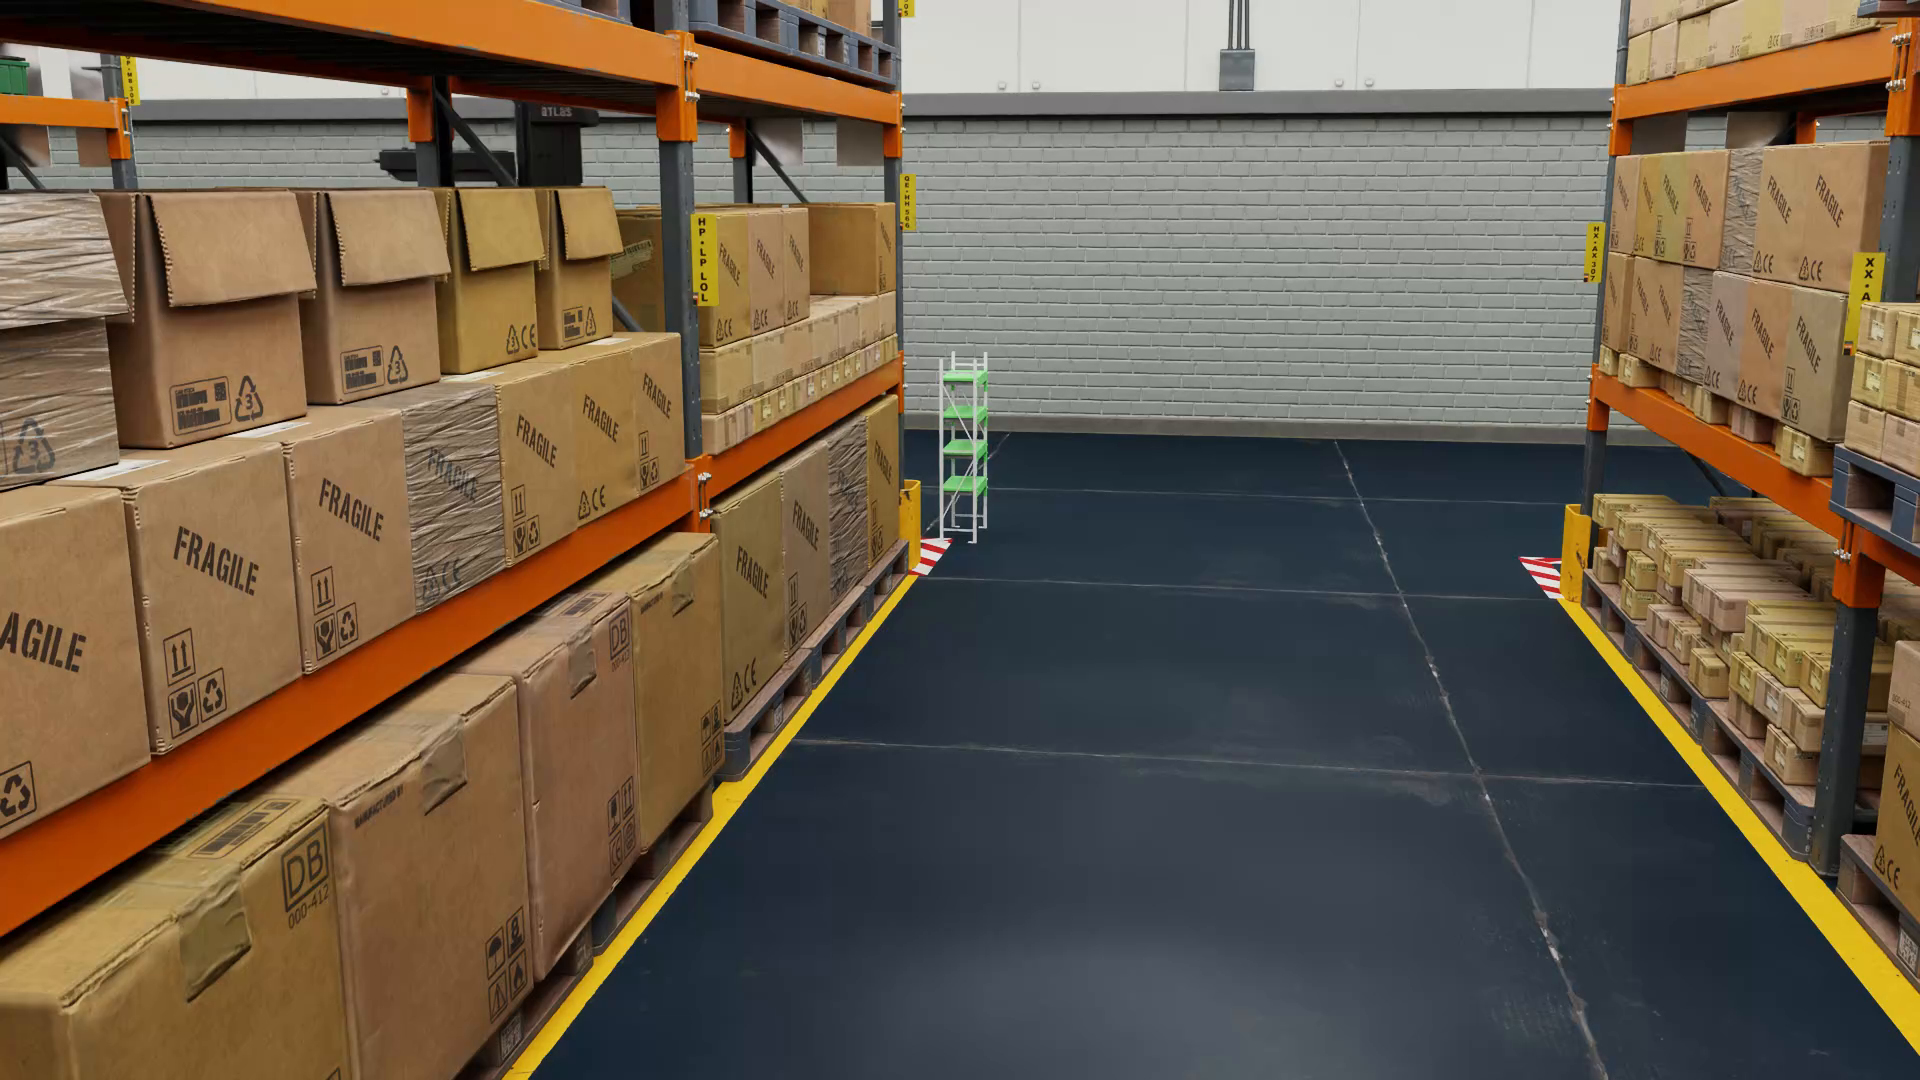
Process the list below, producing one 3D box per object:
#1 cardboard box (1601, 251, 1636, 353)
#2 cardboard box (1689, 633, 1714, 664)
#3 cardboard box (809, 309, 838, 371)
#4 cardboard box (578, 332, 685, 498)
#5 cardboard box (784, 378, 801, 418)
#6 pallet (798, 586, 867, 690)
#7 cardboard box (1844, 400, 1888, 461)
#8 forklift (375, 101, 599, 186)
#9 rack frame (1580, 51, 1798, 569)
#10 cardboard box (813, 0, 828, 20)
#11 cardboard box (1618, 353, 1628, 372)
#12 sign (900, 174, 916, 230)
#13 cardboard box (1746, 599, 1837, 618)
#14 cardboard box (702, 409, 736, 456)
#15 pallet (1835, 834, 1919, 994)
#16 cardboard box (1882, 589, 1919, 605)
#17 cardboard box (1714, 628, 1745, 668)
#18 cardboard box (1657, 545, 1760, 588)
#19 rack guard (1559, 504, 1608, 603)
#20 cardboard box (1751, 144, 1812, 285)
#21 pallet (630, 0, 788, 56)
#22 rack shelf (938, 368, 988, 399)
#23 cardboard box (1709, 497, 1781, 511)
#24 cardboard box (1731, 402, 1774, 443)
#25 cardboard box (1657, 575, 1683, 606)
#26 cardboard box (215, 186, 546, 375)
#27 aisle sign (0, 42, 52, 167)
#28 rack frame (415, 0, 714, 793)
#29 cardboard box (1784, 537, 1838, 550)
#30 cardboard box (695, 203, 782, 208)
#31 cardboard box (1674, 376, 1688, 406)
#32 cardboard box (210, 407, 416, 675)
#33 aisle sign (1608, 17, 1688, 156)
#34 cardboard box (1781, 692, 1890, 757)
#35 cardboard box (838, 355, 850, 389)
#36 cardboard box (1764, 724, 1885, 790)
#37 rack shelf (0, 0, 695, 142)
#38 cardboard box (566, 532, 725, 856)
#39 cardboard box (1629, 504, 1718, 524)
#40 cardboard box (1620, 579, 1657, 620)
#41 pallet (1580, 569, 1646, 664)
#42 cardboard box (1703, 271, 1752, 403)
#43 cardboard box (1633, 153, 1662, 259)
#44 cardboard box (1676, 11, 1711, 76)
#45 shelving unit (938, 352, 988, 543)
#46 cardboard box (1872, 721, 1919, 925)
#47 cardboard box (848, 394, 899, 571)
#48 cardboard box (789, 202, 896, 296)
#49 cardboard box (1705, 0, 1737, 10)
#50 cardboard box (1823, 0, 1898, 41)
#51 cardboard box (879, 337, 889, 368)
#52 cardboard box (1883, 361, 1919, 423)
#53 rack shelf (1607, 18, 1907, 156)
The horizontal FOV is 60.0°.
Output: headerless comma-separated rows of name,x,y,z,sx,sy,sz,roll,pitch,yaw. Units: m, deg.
cardboard box,3.699,-1.255,8.754,0.500,0.500,0.500,2,12,11
cardboard box,3.415,0.515,7.252,0.380,0.149,0.250,2,12,10
cardboard box,-0.889,-0.970,8.023,0.500,0.250,0.500,2,12,9
cardboard box,-1.261,-0.437,5.664,0.500,0.500,0.500,2,12,9
cardboard box,-0.927,-0.640,7.440,0.380,0.149,0.250,2,12,8
pallet,-1.080,0.458,8.366,1.003,0.211,1.213,2,12,9
cardboard box,2.911,-0.328,4.995,0.380,0.149,0.250,1,12,6
forklift,-3.101,-1.410,10.579,3.031,2.935,1.130,-3,13,-15
rack frame,4.041,-1.145,9.188,1.000,3.000,0.127,2,12,9
cardboard box,-1.077,-2.873,8.614,0.700,0.500,0.500,1,12,7
cardboard box,3.669,-0.911,8.699,0.380,0.149,0.250,2,12,11
sign,-0.310,-1.988,9.789,0.100,0.325,0.005,2,12,9
cardboard box,3.372,0.344,6.634,0.380,0.149,0.250,2,12,11
cardboard box,-1.085,-0.422,6.430,0.380,0.149,0.250,2,12,9
pallet,3.308,1.213,4.866,1.003,0.211,1.213,2,12,9
cardboard box,3.912,0.305,6.817,0.380,0.149,0.250,2,12,10
cardboard box,3.369,0.439,6.902,0.380,0.149,0.250,2,12,10
cardboard box,3.442,0.125,7.652,0.380,0.149,0.250,2,12,10
rack guard,4.030,0.092,9.378,1.175,0.500,0.348,2,12,9
cardboard box,3.305,-1.210,6.172,0.500,0.500,0.500,1,12,7
pallet,-1.323,-2.087,6.650,1.003,0.211,1.213,2,12,9
rack shelf,0.026,-1.028,10.939,0.258,0.148,0.480,2,12,9
cardboard box,4.210,-0.129,8.832,0.380,0.149,0.250,2,12,9
cardboard box,3.347,-0.478,6.688,0.380,0.149,0.250,1,12,6
cardboard box,3.565,0.216,7.937,0.380,0.149,0.250,1,12,6
cardboard box,-1.666,-0.758,4.772,0.797,0.503,0.637,2,12,9
aisle sign,-6.021,-2.783,10.616,0.394,0.787,0.004,2,12,9
rack frame,-1.459,-0.494,6.168,1.000,3.000,0.127,2,12,9
cardboard box,4.112,0.089,7.820,0.380,0.149,0.250,2,12,11
cardboard box,-1.262,-1.571,9.031,0.500,0.500,0.500,2,12,7
cardboard box,3.539,-0.693,7.684,0.380,0.149,0.250,2,12,8
cardboard box,-1.579,-0.017,3.716,0.500,0.500,0.500,2,12,8
aisle sign,3.756,-2.441,9.030,0.394,0.787,0.004,2,12,9
cardboard box,3.160,0.654,5.901,0.380,0.149,0.250,2,12,10
cardboard box,-0.769,-0.853,8.427,0.380,0.149,0.250,2,12,9
cardboard box,3.150,0.783,6.010,0.380,0.149,0.250,2,12,9
rack shelf,-1.767,-1.193,3.996,1.077,0.370,4.000,2,12,9
cardboard box,-1.538,0.473,5.726,1.225,0.875,0.875,2,12,9
cardboard box,3.701,-0.089,8.642,0.380,0.149,0.250,2,12,10
cardboard box,3.506,0.300,8.250,0.380,0.149,0.250,2,12,9
pallet,3.870,0.402,8.629,1.003,0.211,1.213,2,12,9
cardboard box,3.380,-0.828,6.774,0.500,0.500,0.500,2,12,8
cardboard box,3.639,-1.638,8.159,0.500,0.500,0.500,2,12,10
cardboard box,3.568,-2.236,7.485,0.500,0.250,0.500,1,12,7
shelving unit,0.025,-0.621,11.027,0.258,1.200,0.503,2,12,9
cardboard box,3.050,0.849,4.870,0.500,0.500,0.500,2,12,11
cardboard box,-0.864,-0.358,9.581,0.875,0.875,0.875,2,12,9
cardboard box,-0.659,-1.656,9.427,0.500,0.500,0.500,2,12,9
cardboard box,3.472,-2.381,6.971,0.500,0.250,0.500,1,12,7
cardboard box,3.235,-1.817,5.539,0.500,0.250,0.500,2,12,10
cardboard box,-0.612,-1.065,9.413,0.380,0.149,0.250,2,12,9
cardboard box,2.873,-0.419,4.713,0.380,0.149,0.250,2,12,8
rack shelf,3.734,-1.844,7.016,1.077,0.370,4.000,2,12,9
